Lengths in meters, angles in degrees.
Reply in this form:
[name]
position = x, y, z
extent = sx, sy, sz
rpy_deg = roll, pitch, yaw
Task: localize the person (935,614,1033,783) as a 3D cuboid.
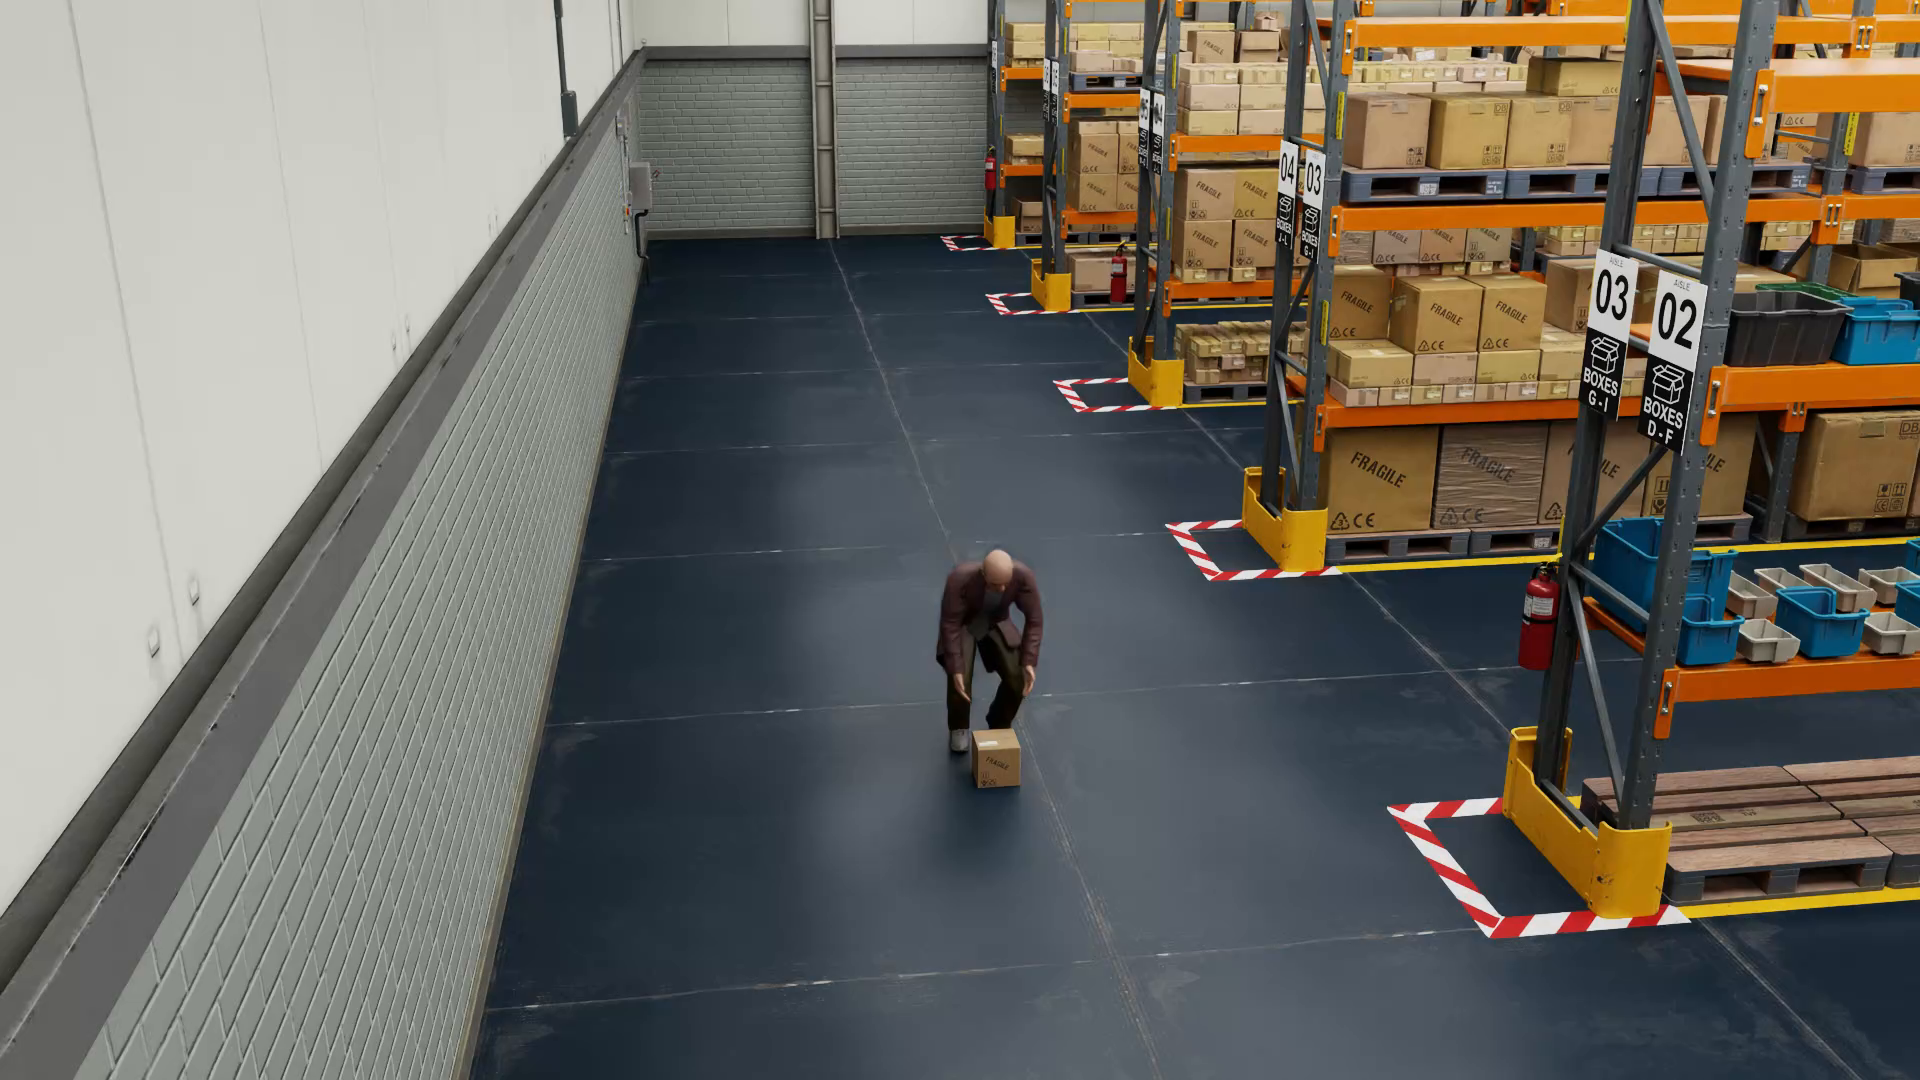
[person]
position = 0.145, 0.914, 9.995
extent = 0.575, 0.837, 0.947
rpy_deg = -3, 20, -9
